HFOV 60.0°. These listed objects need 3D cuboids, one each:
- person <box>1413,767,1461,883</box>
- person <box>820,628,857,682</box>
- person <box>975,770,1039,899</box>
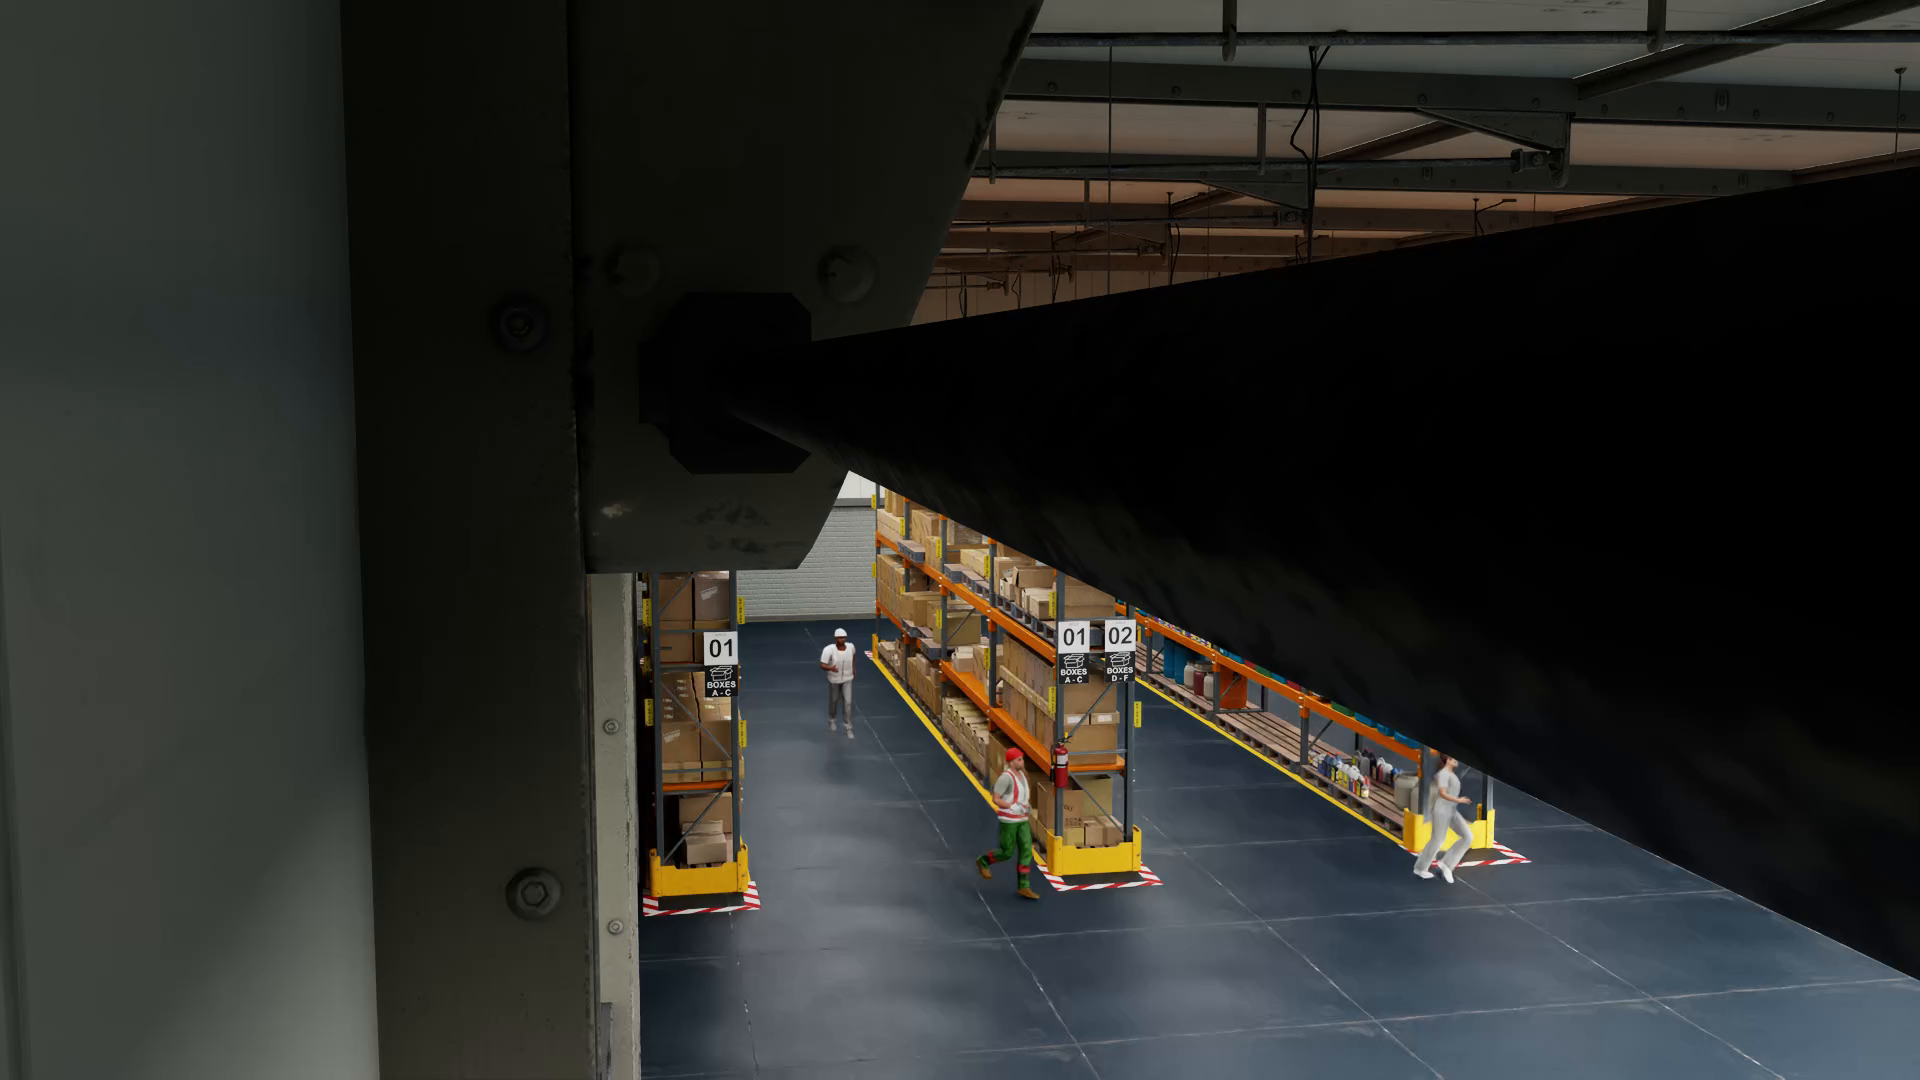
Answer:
[{"bbox_3d":[5.965,3.516,20.717,0.509,1.405,0.569,4,7,33],"label":"person"},{"bbox_3d":[-1.984,1.891,27.418,0.640,0.879,0.702,-2,6,-15],"label":"person"},{"bbox_3d":[0.620,3.527,20.137,0.930,1.520,0.409,5,8,39],"label":"person"}]
